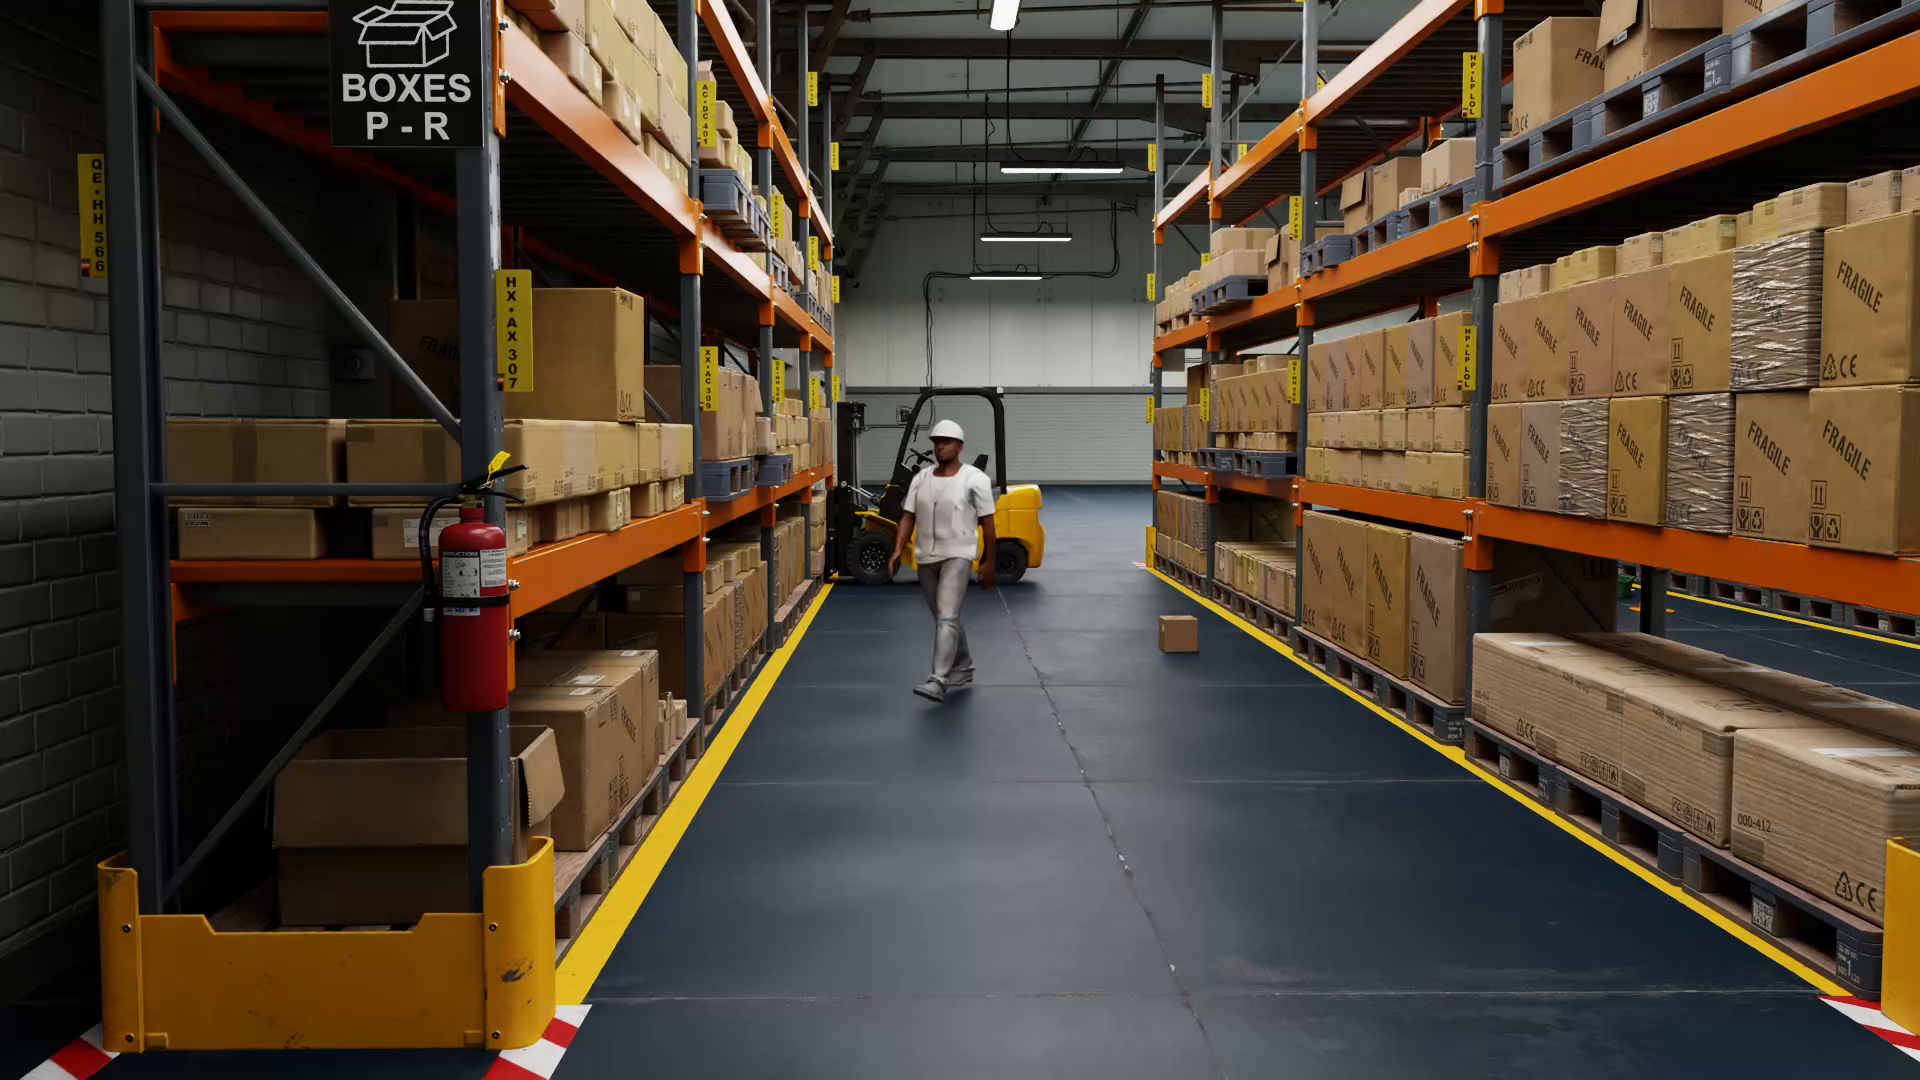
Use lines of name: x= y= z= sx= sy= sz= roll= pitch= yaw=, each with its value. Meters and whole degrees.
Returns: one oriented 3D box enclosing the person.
person: x=-0.134 y=0.116 z=10.335 sx=0.587 sy=1.718 sz=1.008 roll=2 pitch=4 yaw=30
